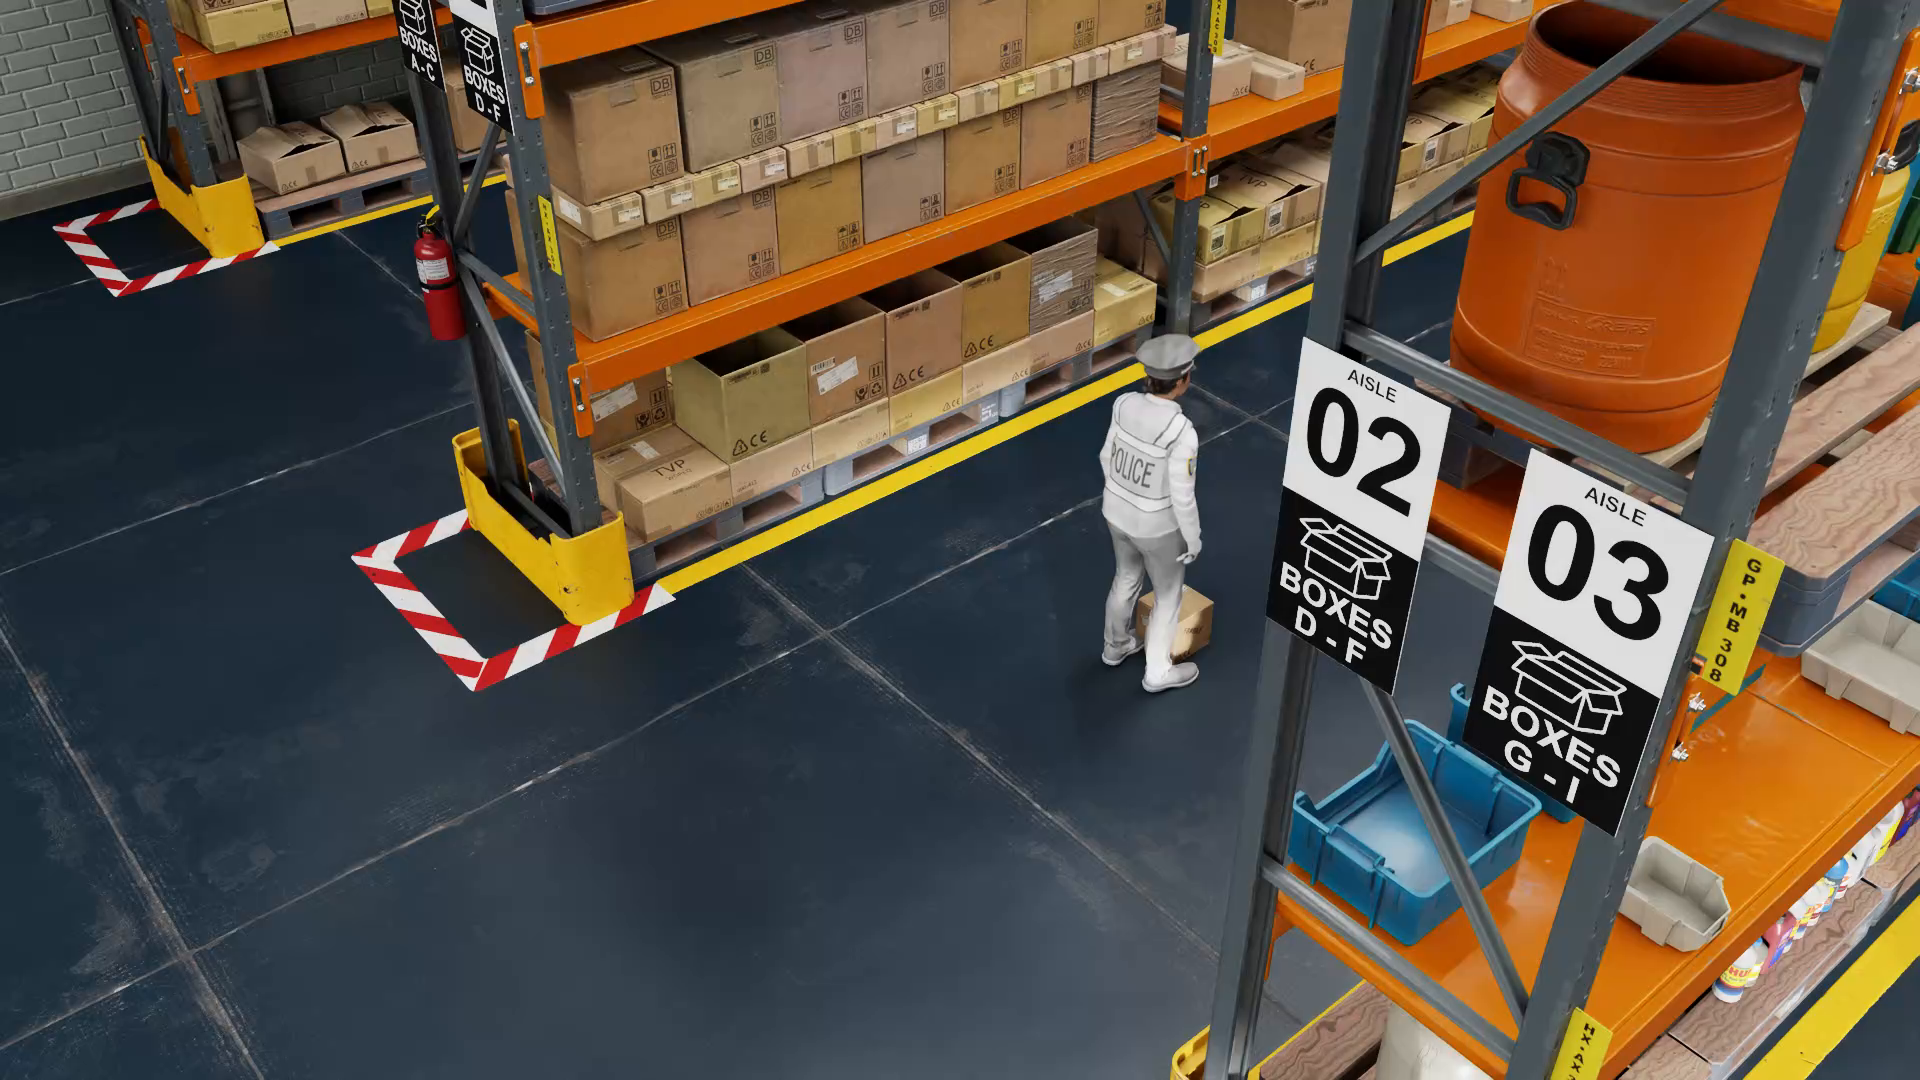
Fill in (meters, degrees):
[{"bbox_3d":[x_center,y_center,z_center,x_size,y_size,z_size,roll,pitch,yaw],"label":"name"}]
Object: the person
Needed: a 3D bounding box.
[{"bbox_3d":[0.822,-0.093,7.201,0.371,1.662,0.530,-26,44,-31],"label":"person"}]
